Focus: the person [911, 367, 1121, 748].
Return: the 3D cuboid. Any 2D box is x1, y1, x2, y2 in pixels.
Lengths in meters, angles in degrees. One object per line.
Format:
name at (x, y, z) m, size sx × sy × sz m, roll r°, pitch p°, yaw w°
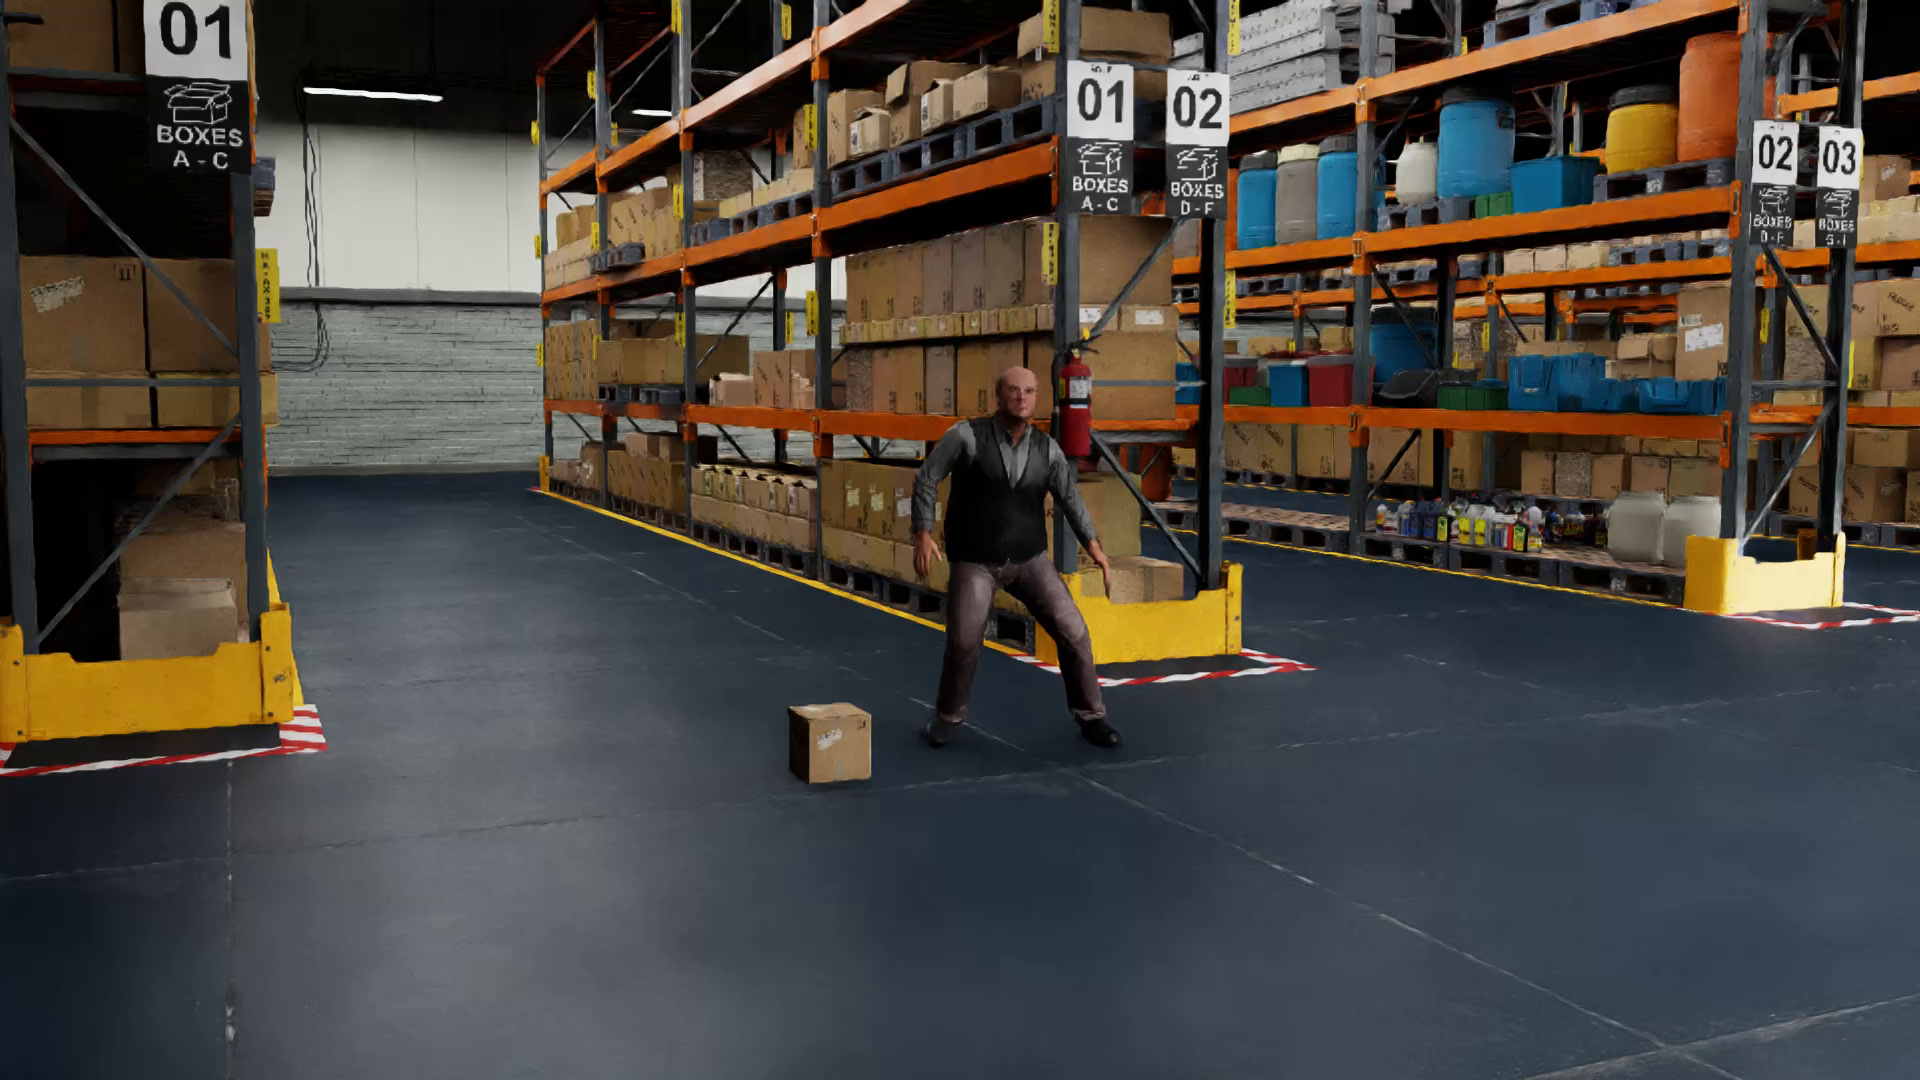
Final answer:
person at (0.228, 0.068, 6.991) m, size 0.828 × 1.586 × 0.548 m, roll -1°, pitch 5°, yaw -13°
